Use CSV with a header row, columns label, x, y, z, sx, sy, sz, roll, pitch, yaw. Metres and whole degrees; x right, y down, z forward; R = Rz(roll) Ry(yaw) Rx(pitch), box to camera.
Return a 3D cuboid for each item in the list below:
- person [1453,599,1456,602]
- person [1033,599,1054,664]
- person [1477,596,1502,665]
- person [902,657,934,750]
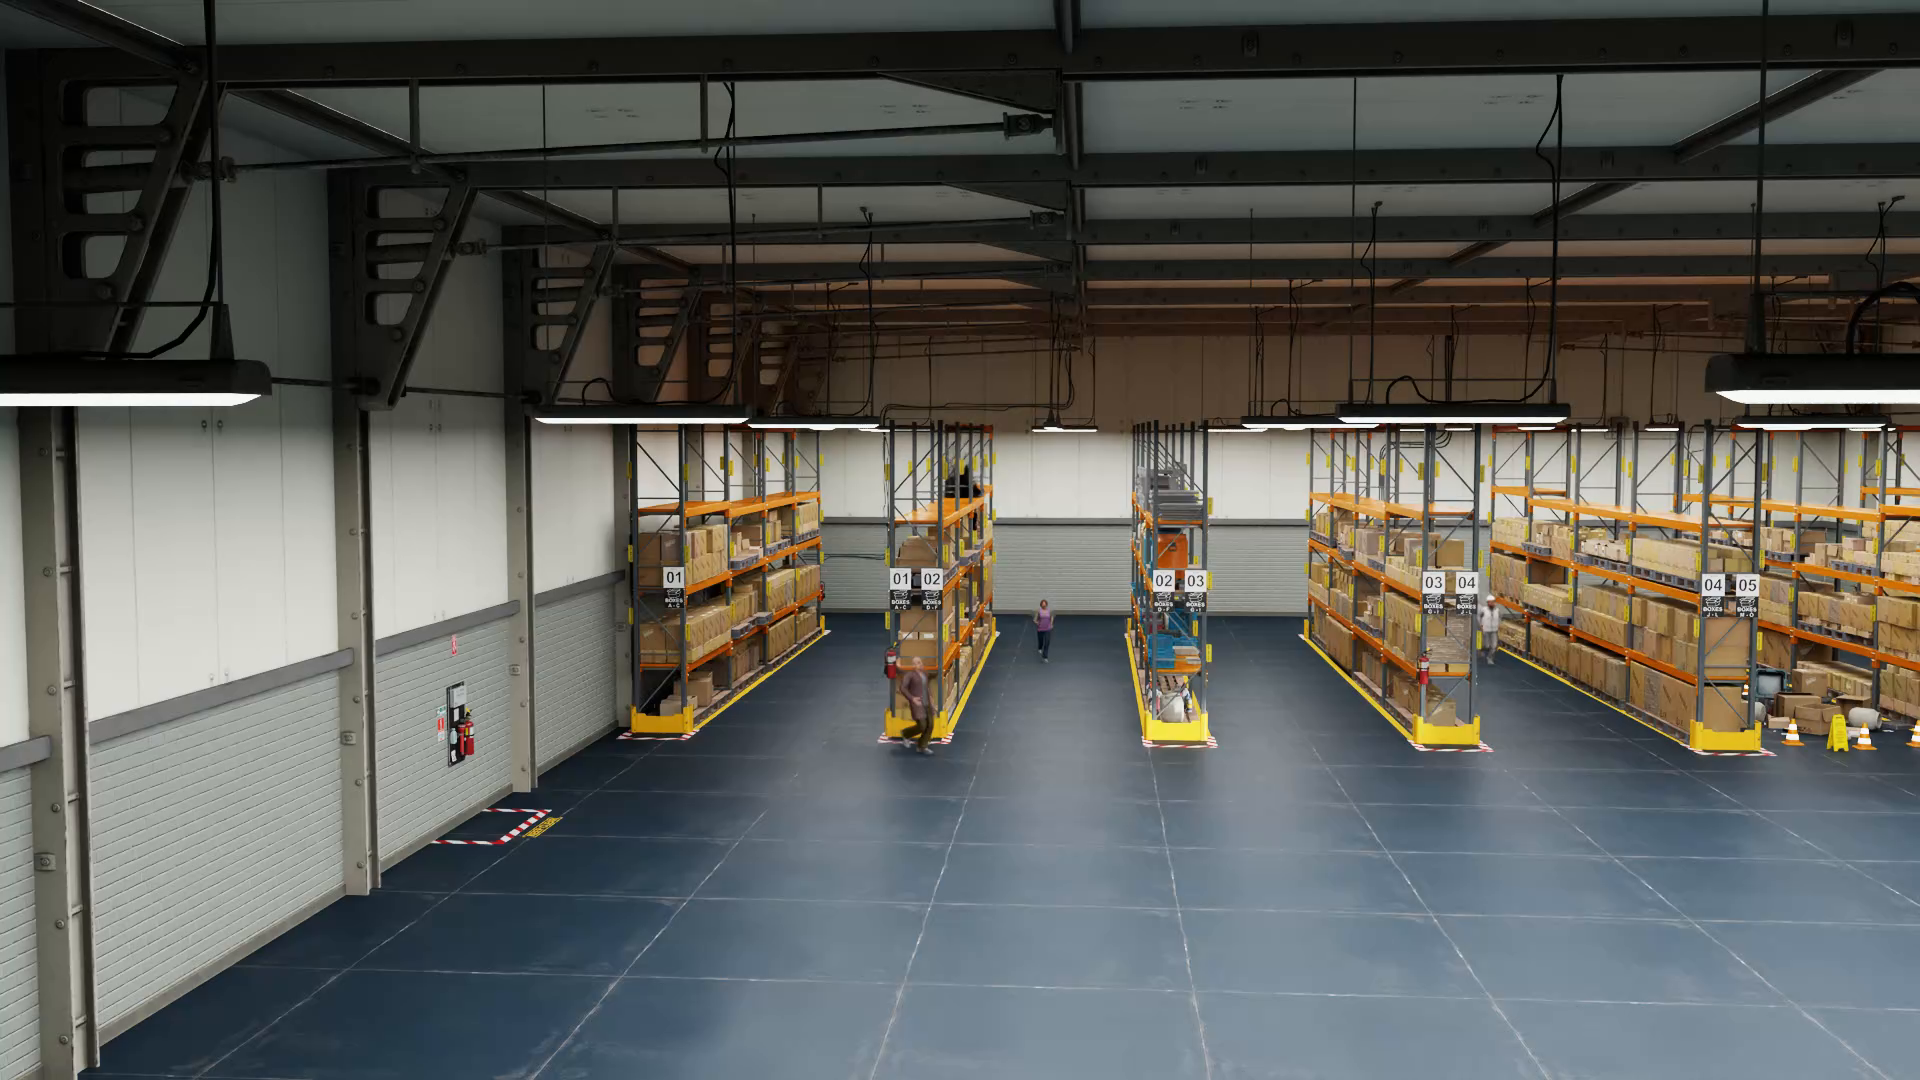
label,x,y,z,sx,sy,sz,roll,pitch,yaw
person,14.282,1.957,47.247,0.656,1.595,0.764,-2,4,-26
person,2.115,2.286,41.908,0.538,1.586,0.790,0,4,-6
person,13.225,2.238,41.569,0.647,1.727,0.637,0,4,0
person,-0.761,2.933,29.912,0.567,1.660,0.688,3,5,40
